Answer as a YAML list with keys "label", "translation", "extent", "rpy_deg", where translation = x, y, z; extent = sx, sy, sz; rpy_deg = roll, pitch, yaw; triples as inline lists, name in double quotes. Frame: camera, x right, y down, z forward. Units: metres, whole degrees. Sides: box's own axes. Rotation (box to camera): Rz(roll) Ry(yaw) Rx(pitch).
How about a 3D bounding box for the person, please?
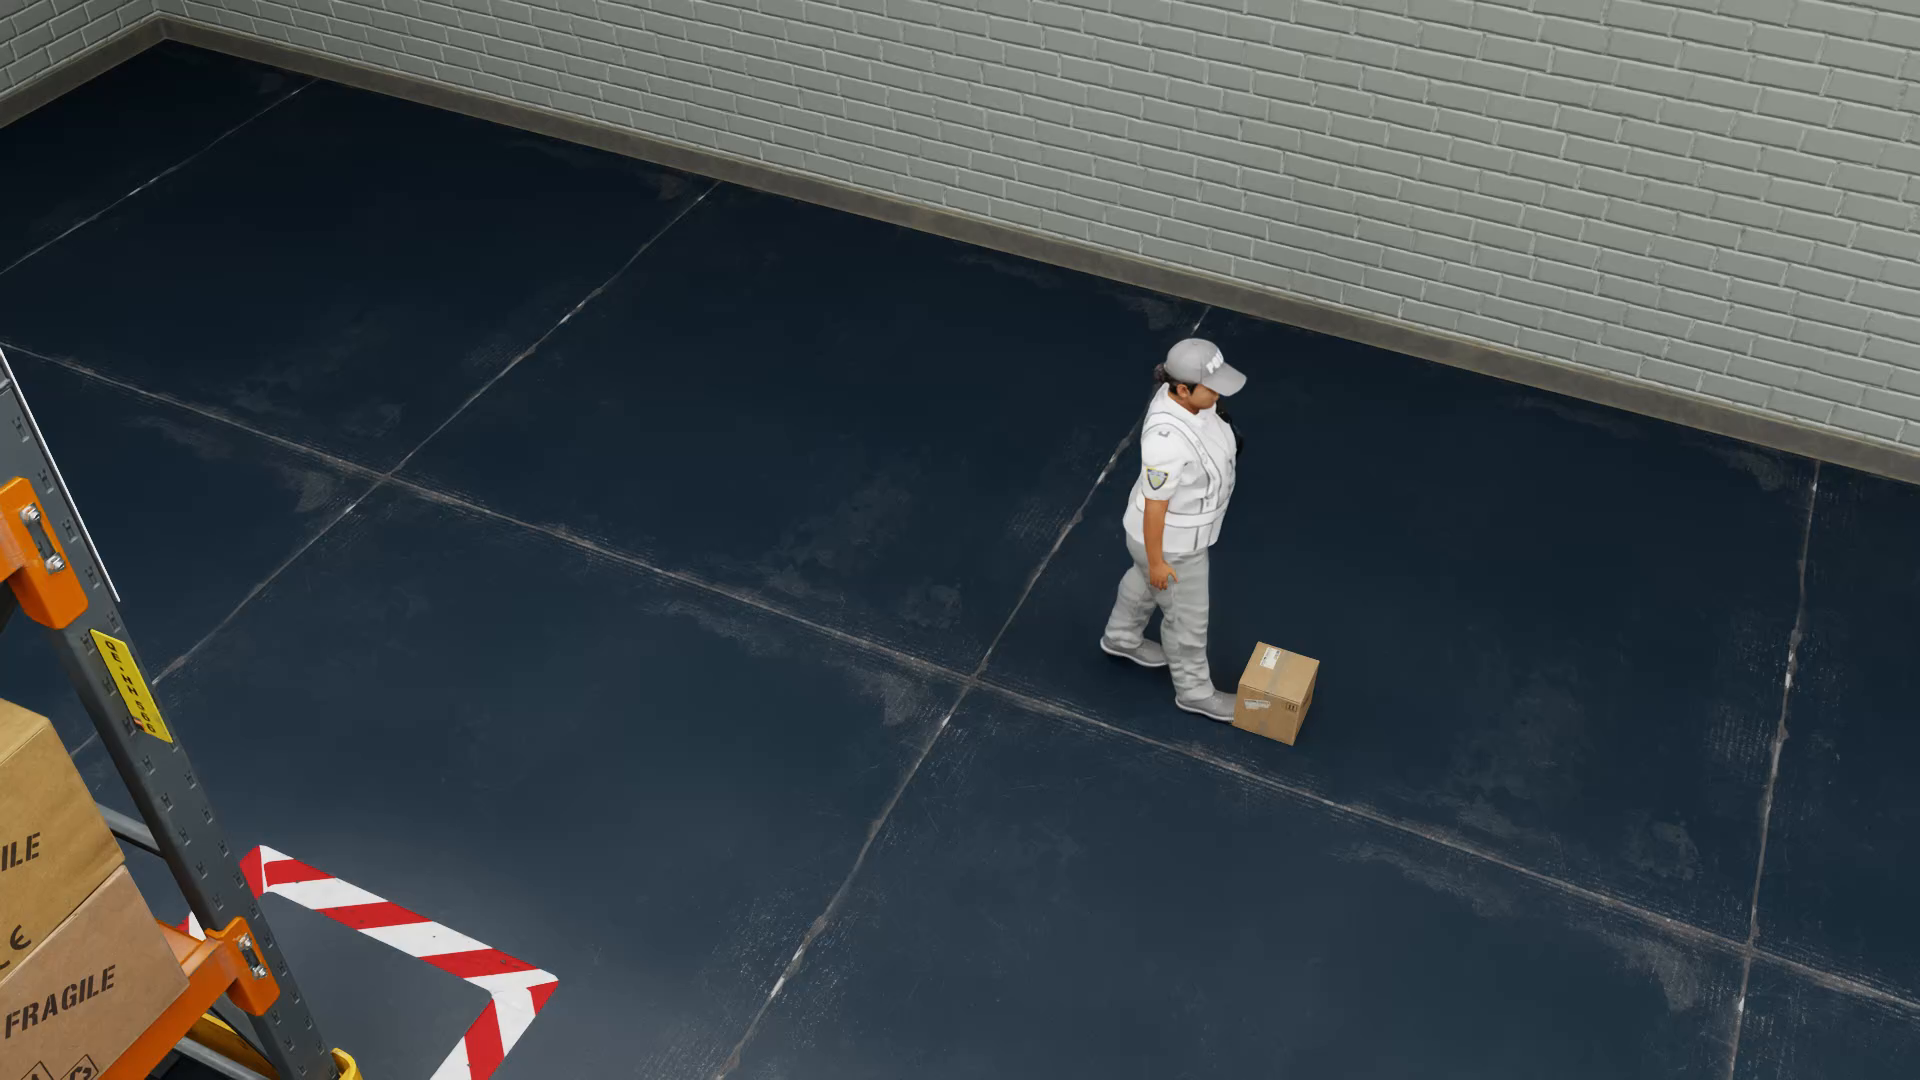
- label: "person"
  translation: [0.872, -0.040, 6.197]
  extent: [0.654, 1.661, 0.487]
  rpy_deg: [13, 44, 14]
